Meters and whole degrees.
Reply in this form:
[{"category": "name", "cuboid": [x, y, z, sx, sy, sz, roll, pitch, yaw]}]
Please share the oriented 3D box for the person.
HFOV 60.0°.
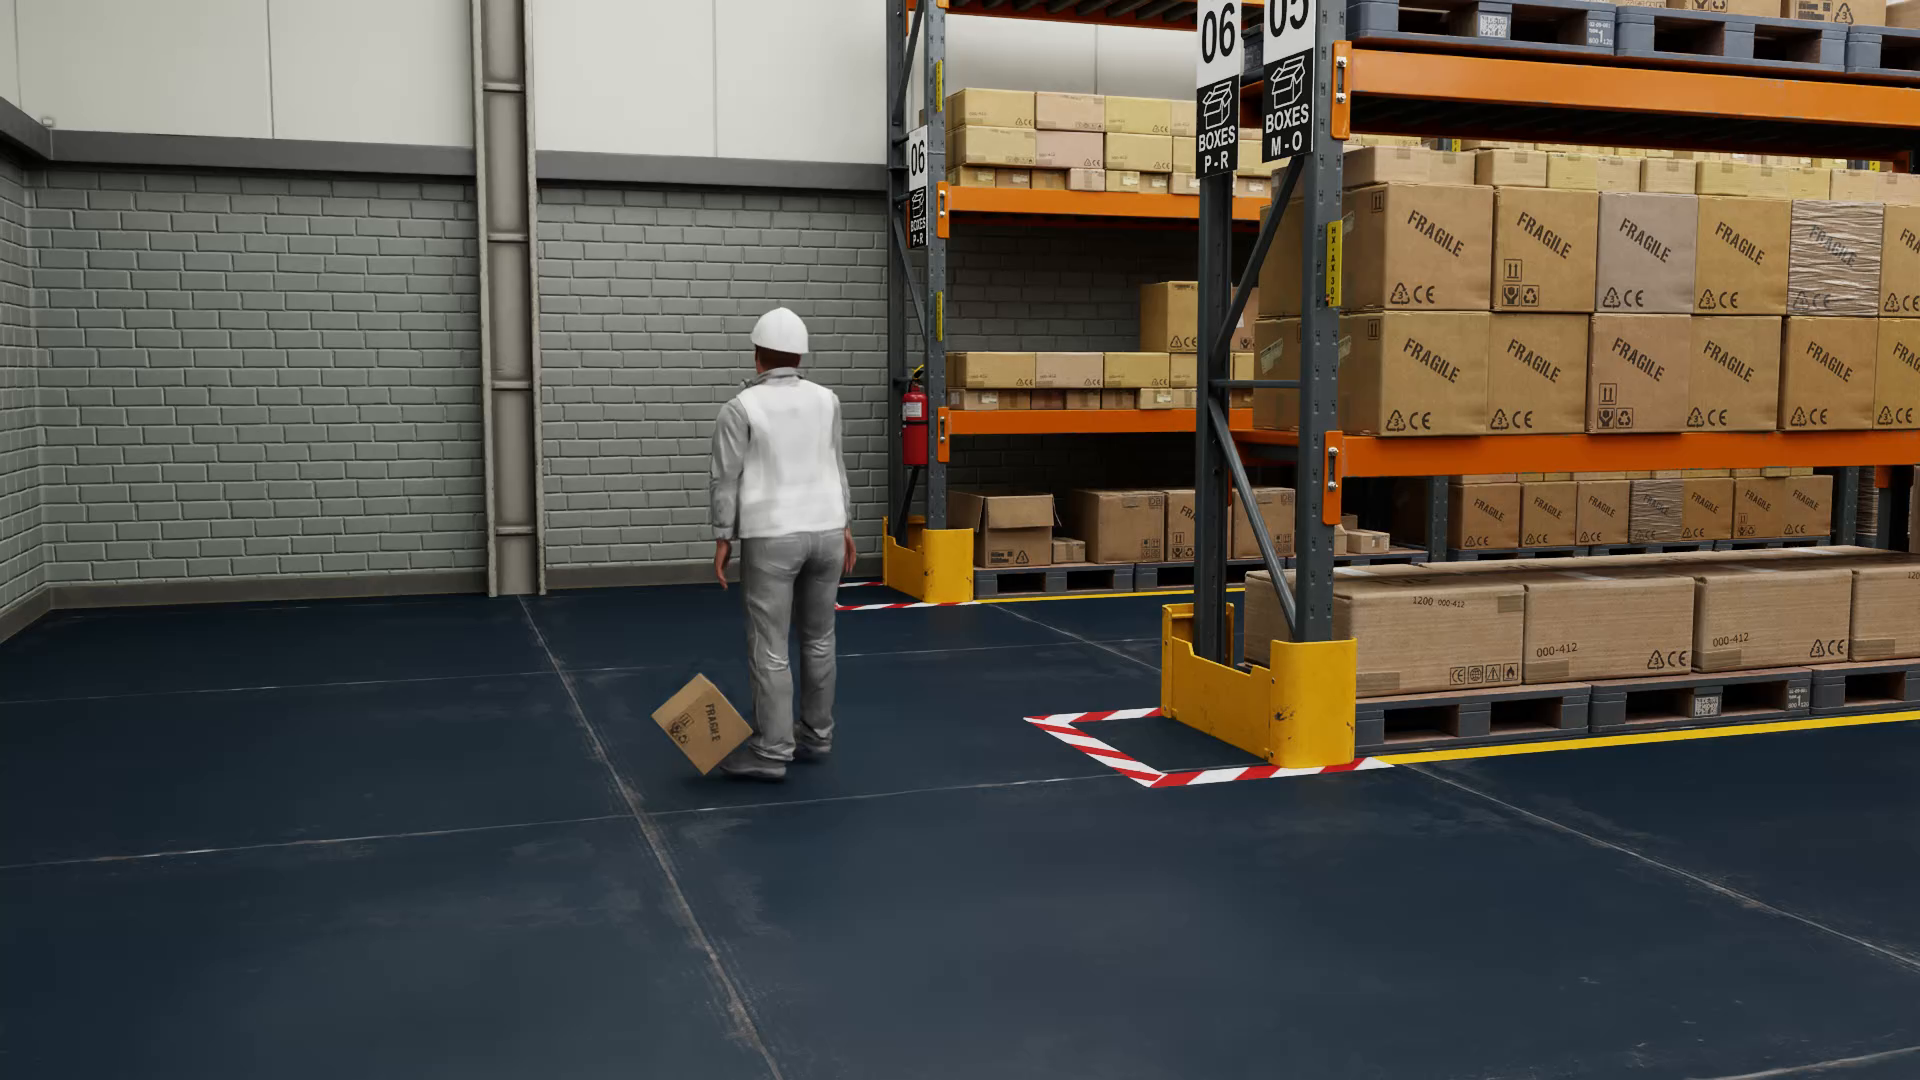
[{"category": "person", "cuboid": [-0.705, -0.008, 6.489, 0.622, 1.778, 0.525, -3, 7, -31]}]
